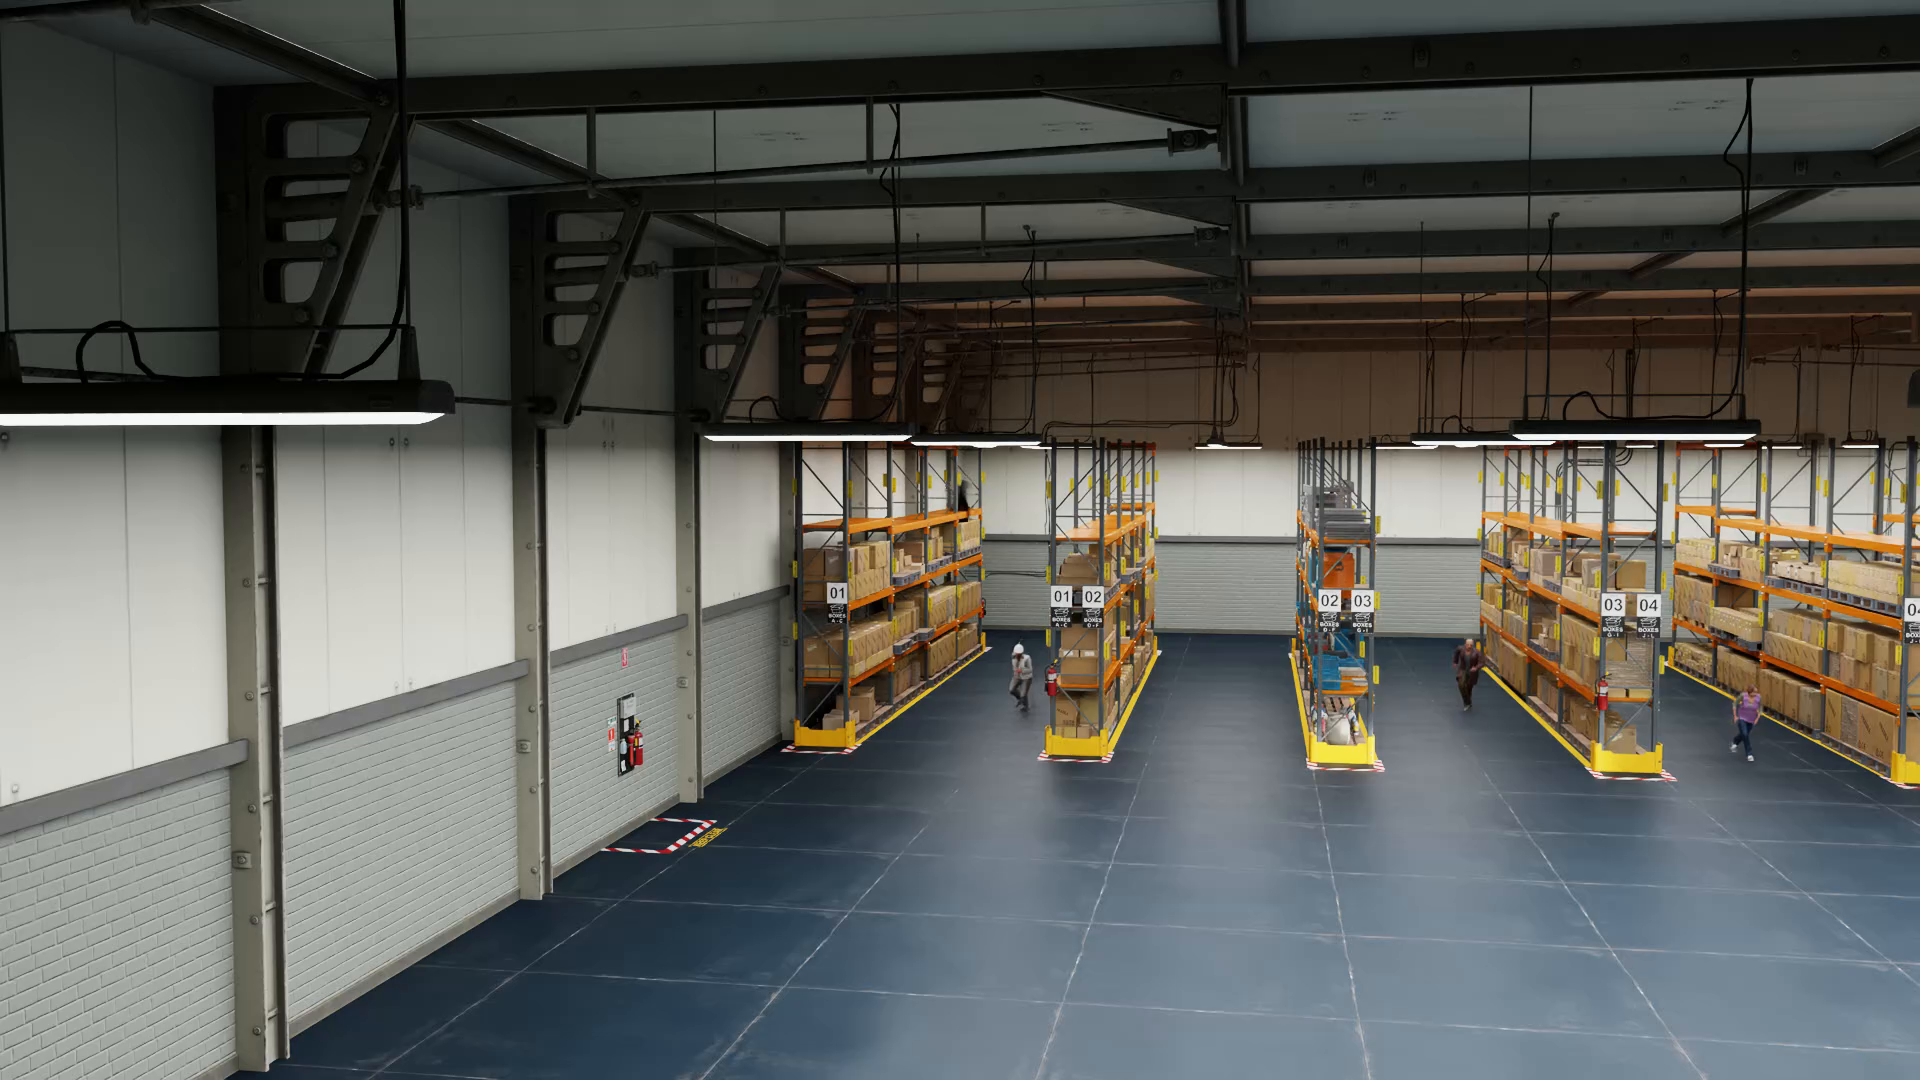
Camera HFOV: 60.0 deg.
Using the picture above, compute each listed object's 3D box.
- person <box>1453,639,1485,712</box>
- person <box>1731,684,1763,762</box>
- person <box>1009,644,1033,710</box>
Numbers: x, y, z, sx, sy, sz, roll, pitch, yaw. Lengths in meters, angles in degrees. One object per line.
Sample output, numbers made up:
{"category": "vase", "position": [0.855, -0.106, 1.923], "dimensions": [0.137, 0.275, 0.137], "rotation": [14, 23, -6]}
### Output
{"category": "person", "position": [11.265, 2.948, 36.806], "dimensions": [0.712, 1.618, 1.157], "rotation": [1, 3, 20]}
{"category": "person", "position": [14.638, 3.417, 31.009], "dimensions": [0.520, 1.328, 0.971], "rotation": [0, 3, 9]}
{"category": "person", "position": [1.341, 3.014, 36.521], "dimensions": [0.676, 1.526, 0.998], "rotation": [2, 3, 27]}
